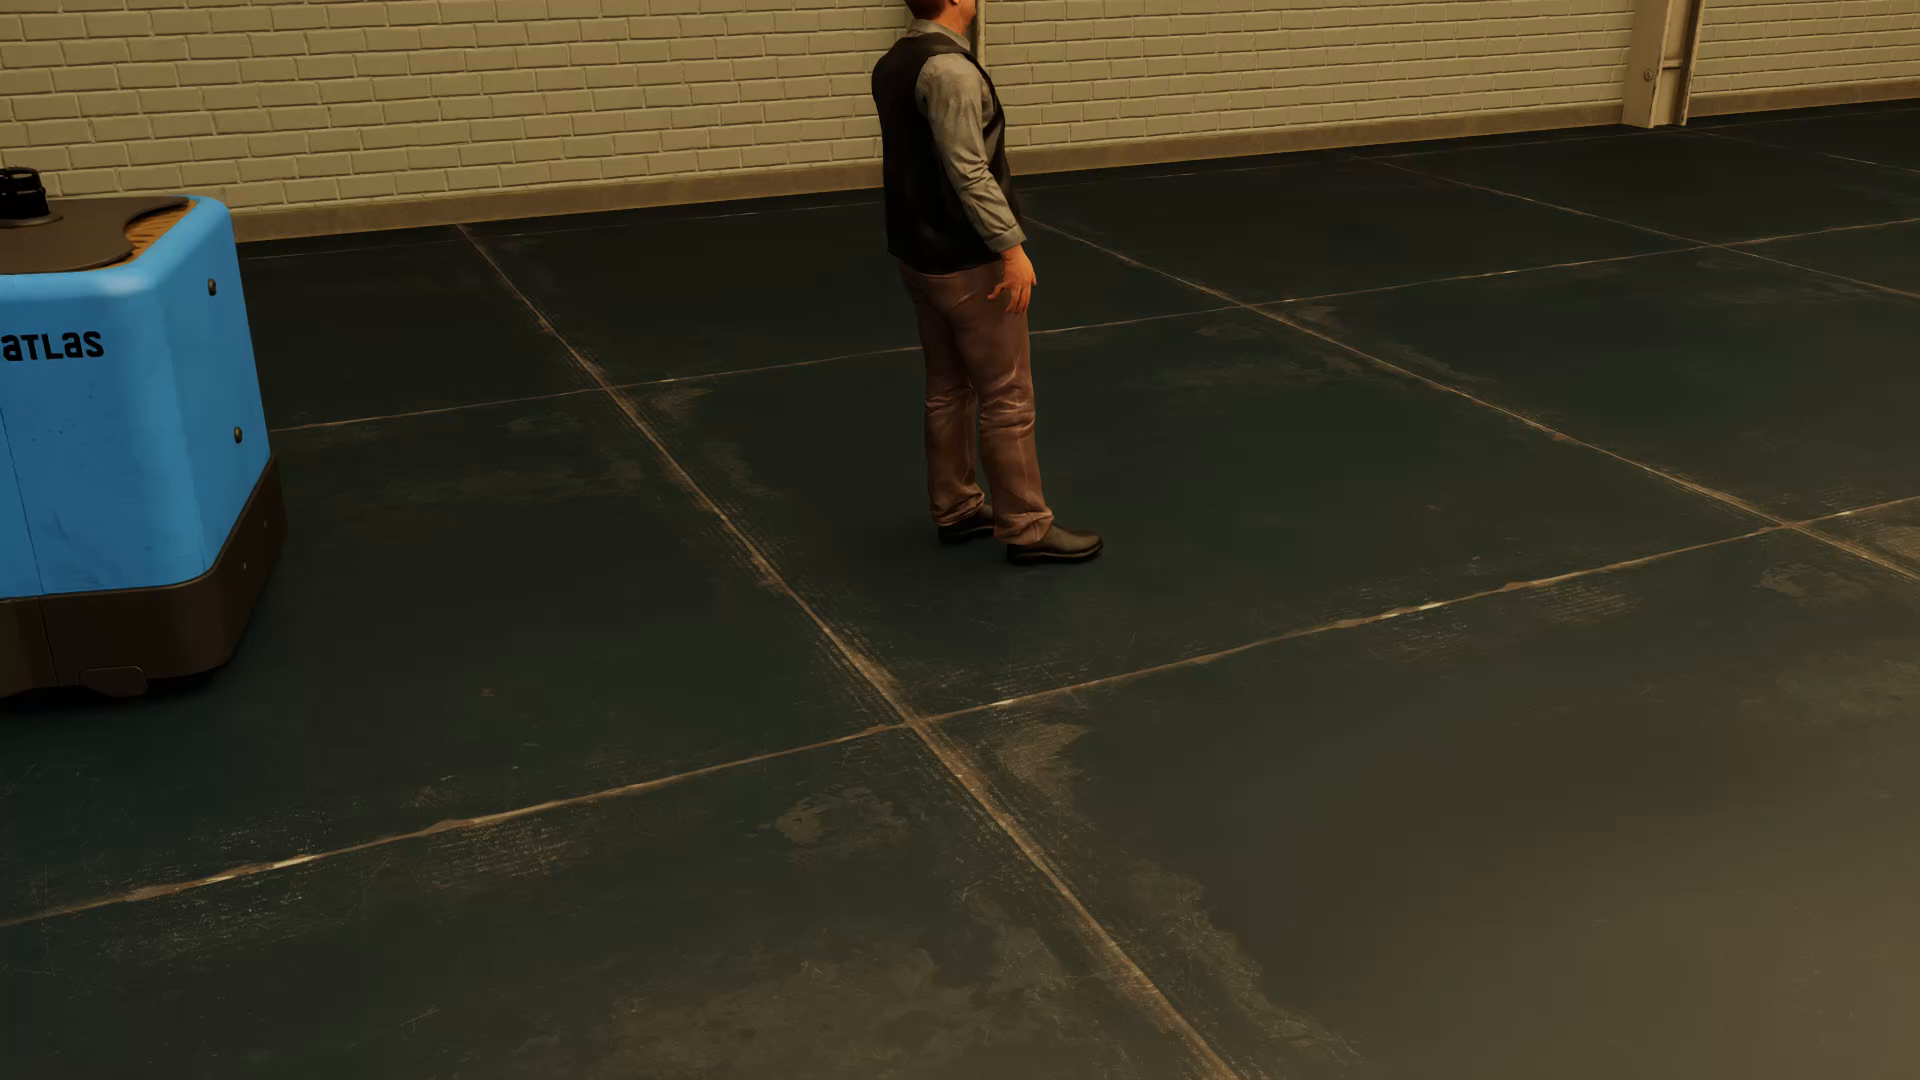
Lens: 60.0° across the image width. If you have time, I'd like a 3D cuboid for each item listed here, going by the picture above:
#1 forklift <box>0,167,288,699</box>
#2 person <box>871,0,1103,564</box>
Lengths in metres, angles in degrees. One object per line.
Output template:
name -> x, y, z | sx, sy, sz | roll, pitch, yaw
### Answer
forklift -> -3.414, -1.039, 3.787 | 3.031, 2.935, 1.130 | -4, 23, -11
person -> 0.059, -0.809, 4.791 | 0.568, 1.720, 0.632 | -10, 25, -23
